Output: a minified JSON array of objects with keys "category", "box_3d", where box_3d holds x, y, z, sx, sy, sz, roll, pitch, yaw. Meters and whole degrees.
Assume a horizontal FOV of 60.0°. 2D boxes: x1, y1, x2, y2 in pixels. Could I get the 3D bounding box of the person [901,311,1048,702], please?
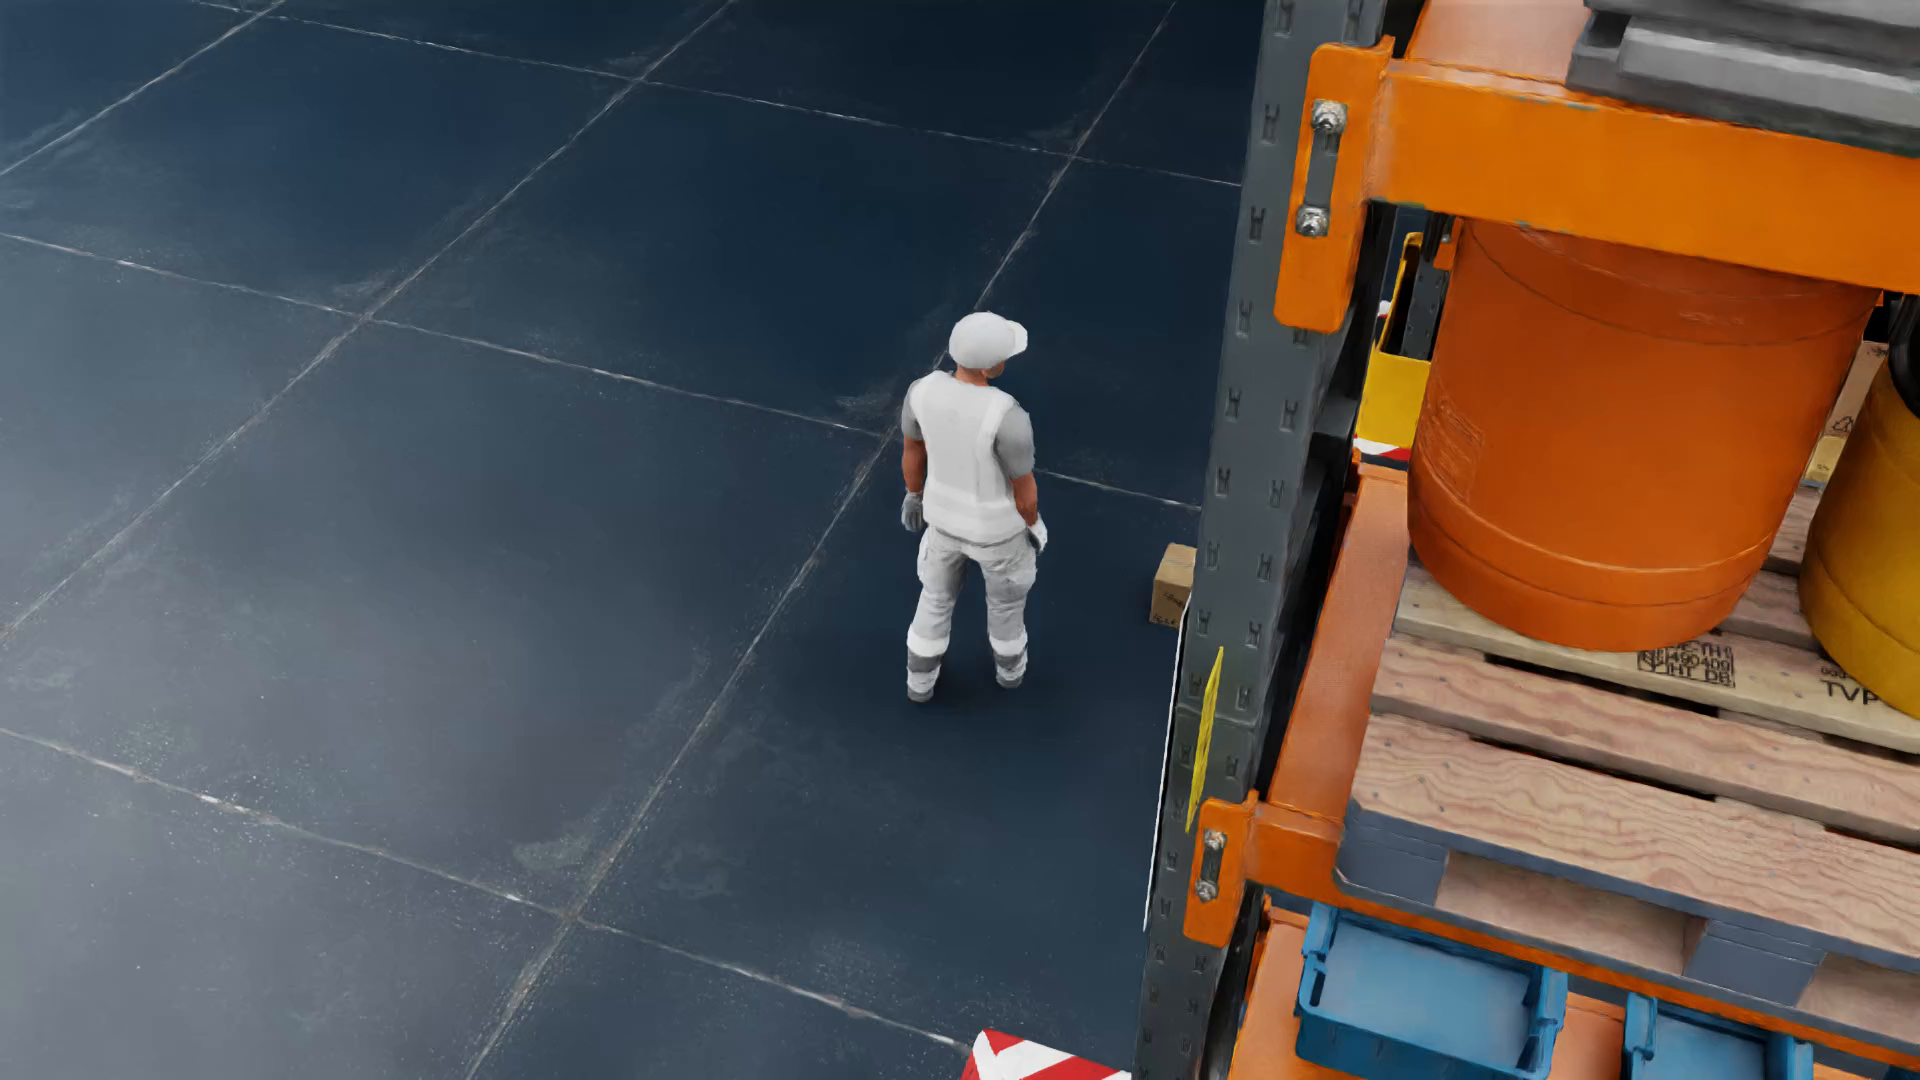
[{"category":"person","box_3d":[0.058,-0.112,6.239,0.578,1.794,0.526,23,46,24]}]
